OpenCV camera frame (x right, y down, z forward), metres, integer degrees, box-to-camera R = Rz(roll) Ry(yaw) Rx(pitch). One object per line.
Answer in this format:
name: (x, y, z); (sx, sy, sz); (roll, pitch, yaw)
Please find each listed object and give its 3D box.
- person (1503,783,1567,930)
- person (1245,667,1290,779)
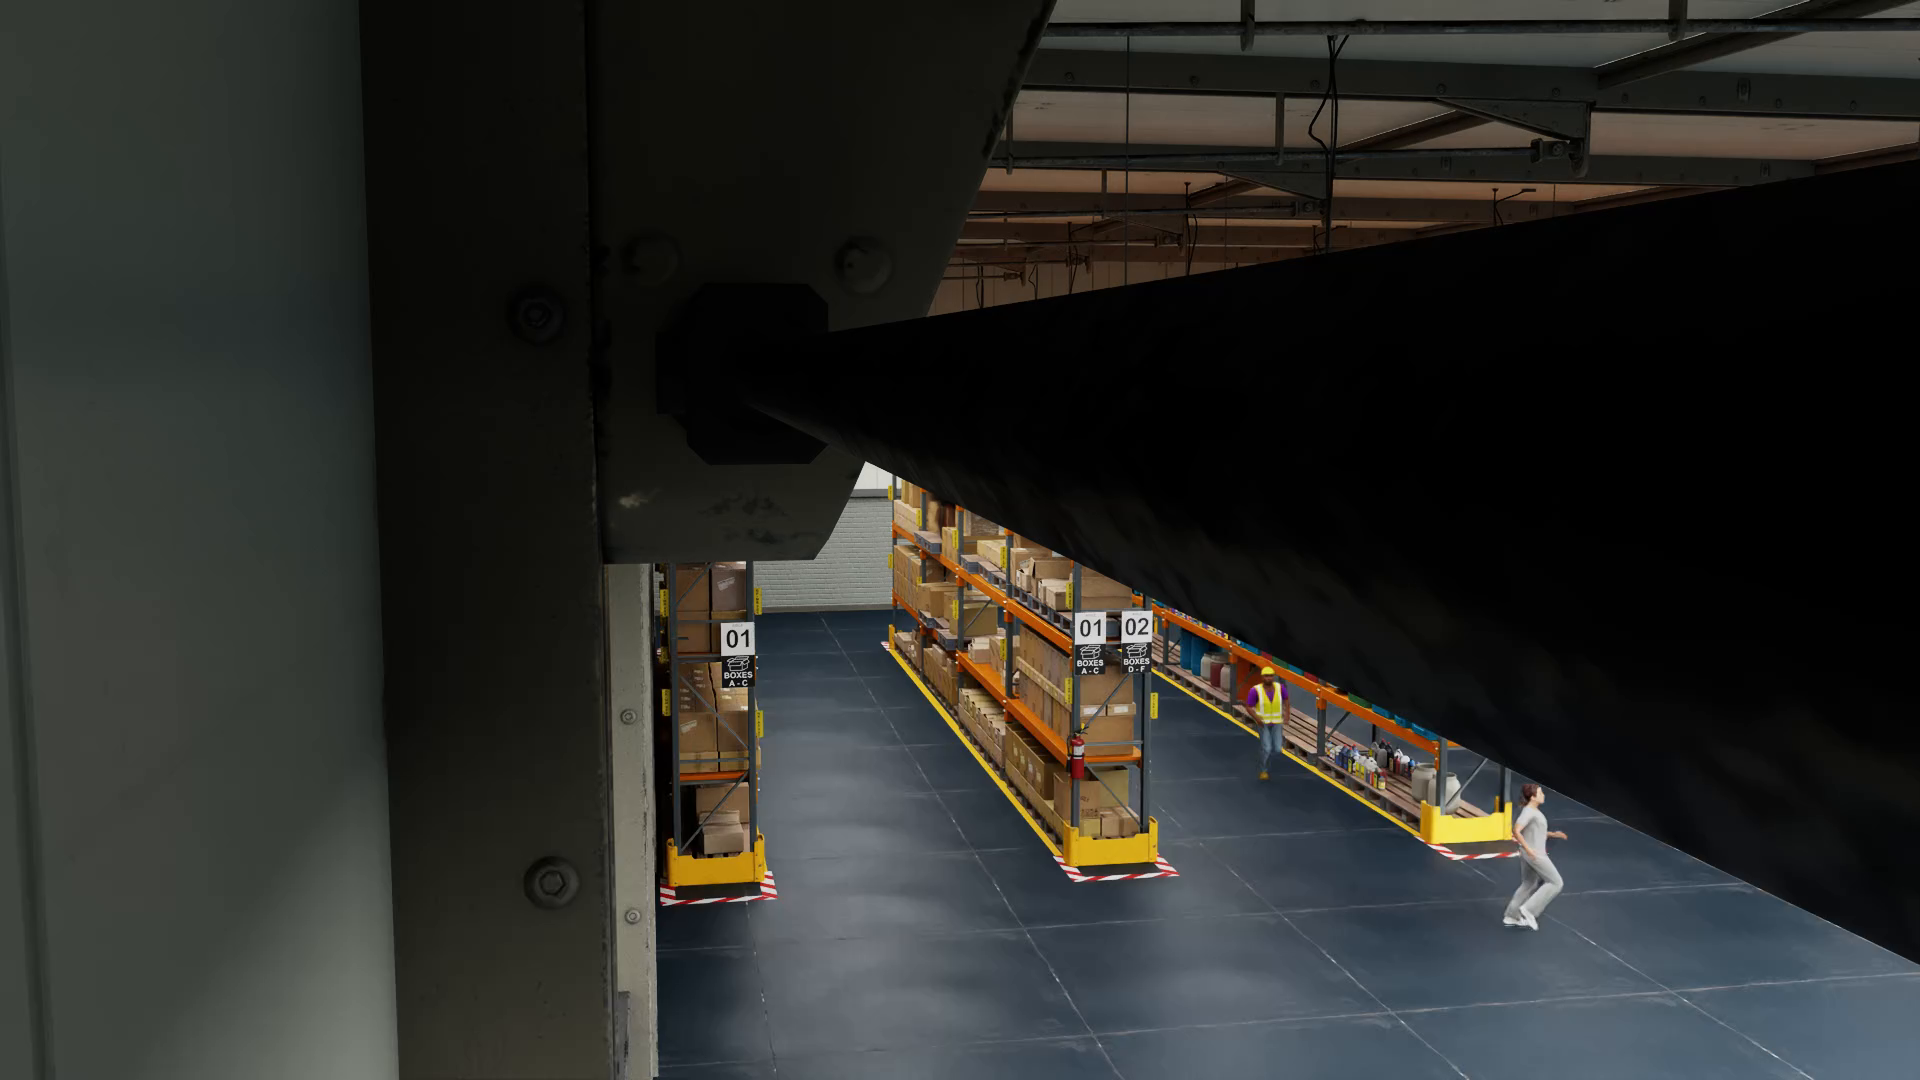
person: (6.395, 3.505, 18.457); (0.643, 1.639, 0.546); (1, 6, 13)
person: (4.672, 2.761, 25.189); (0.721, 1.726, 0.654); (-1, 6, -7)
